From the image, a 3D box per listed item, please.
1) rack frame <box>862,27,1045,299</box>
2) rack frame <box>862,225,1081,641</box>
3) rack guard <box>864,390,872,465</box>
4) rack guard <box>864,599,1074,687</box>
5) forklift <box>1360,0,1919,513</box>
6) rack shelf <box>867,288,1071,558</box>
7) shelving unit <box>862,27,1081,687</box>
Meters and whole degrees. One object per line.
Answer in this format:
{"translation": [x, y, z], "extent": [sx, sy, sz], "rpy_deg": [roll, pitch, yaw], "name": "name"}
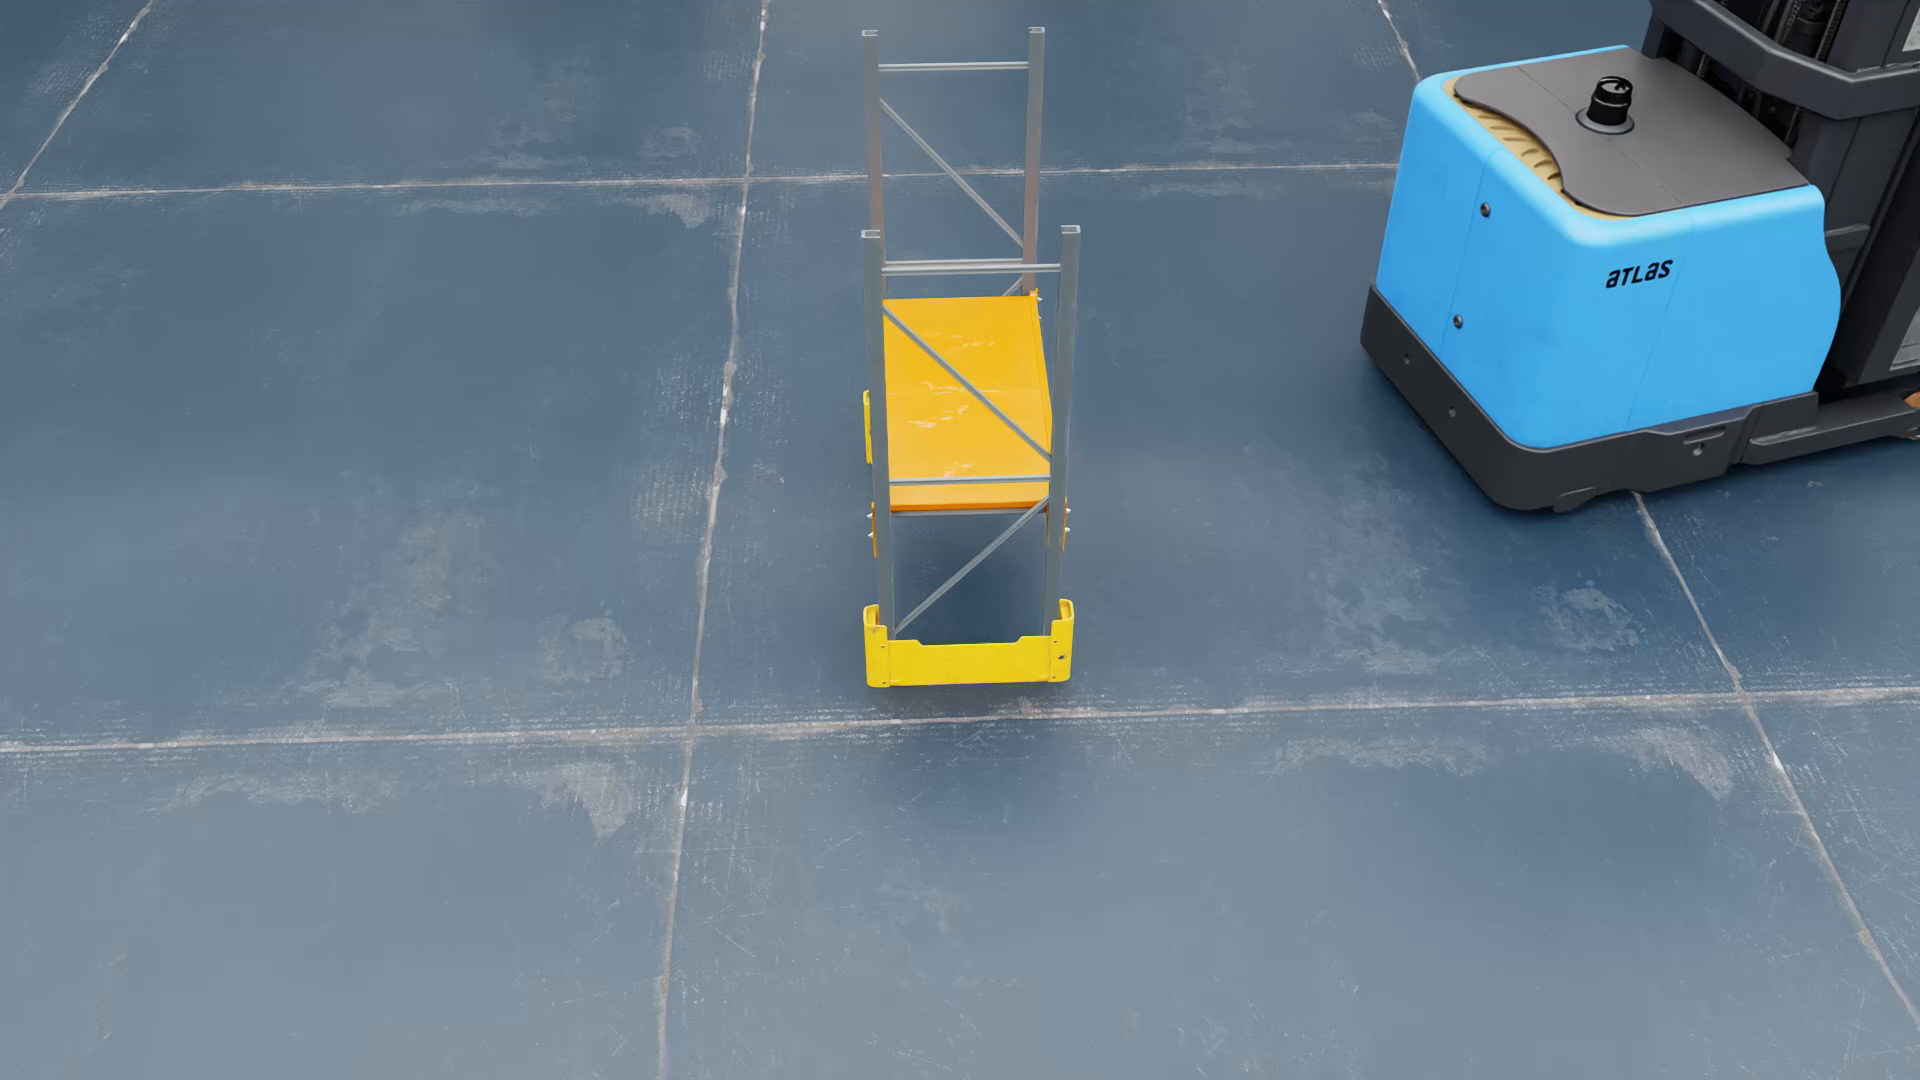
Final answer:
{"translation": [-0.018, -0.838, 5.055], "extent": [0.500, 1.500, 0.032], "rpy_deg": [-2, 43, -2], "name": "rack frame"}
{"translation": [0.025, -0.152, 4.306], "extent": [0.500, 1.500, 0.032], "rpy_deg": [-2, 43, -2], "name": "rack frame"}
{"translation": [-0.018, -0.377, 5.476], "extent": [0.587, 0.250, 0.087], "rpy_deg": [-2, 43, -2], "name": "rack guard"}
{"translation": [0.024, 0.296, 4.743], "extent": [0.587, 0.250, 0.087], "rpy_deg": [-2, 43, -2], "name": "rack guard"}
{"translation": [2.997, -1.748, 4.987], "extent": [3.031, 2.935, 1.130], "rpy_deg": [-12, 44, -13], "name": "forklift"}
{"translation": [0.004, -0.363, 4.802], "extent": [0.538, 0.185, 1.000], "rpy_deg": [-2, 43, -2], "name": "rack shelf"}
{"translation": [0.003, -0.501, 4.687], "extent": [0.587, 1.500, 1.083], "rpy_deg": [-2, 43, -2], "name": "shelving unit"}
